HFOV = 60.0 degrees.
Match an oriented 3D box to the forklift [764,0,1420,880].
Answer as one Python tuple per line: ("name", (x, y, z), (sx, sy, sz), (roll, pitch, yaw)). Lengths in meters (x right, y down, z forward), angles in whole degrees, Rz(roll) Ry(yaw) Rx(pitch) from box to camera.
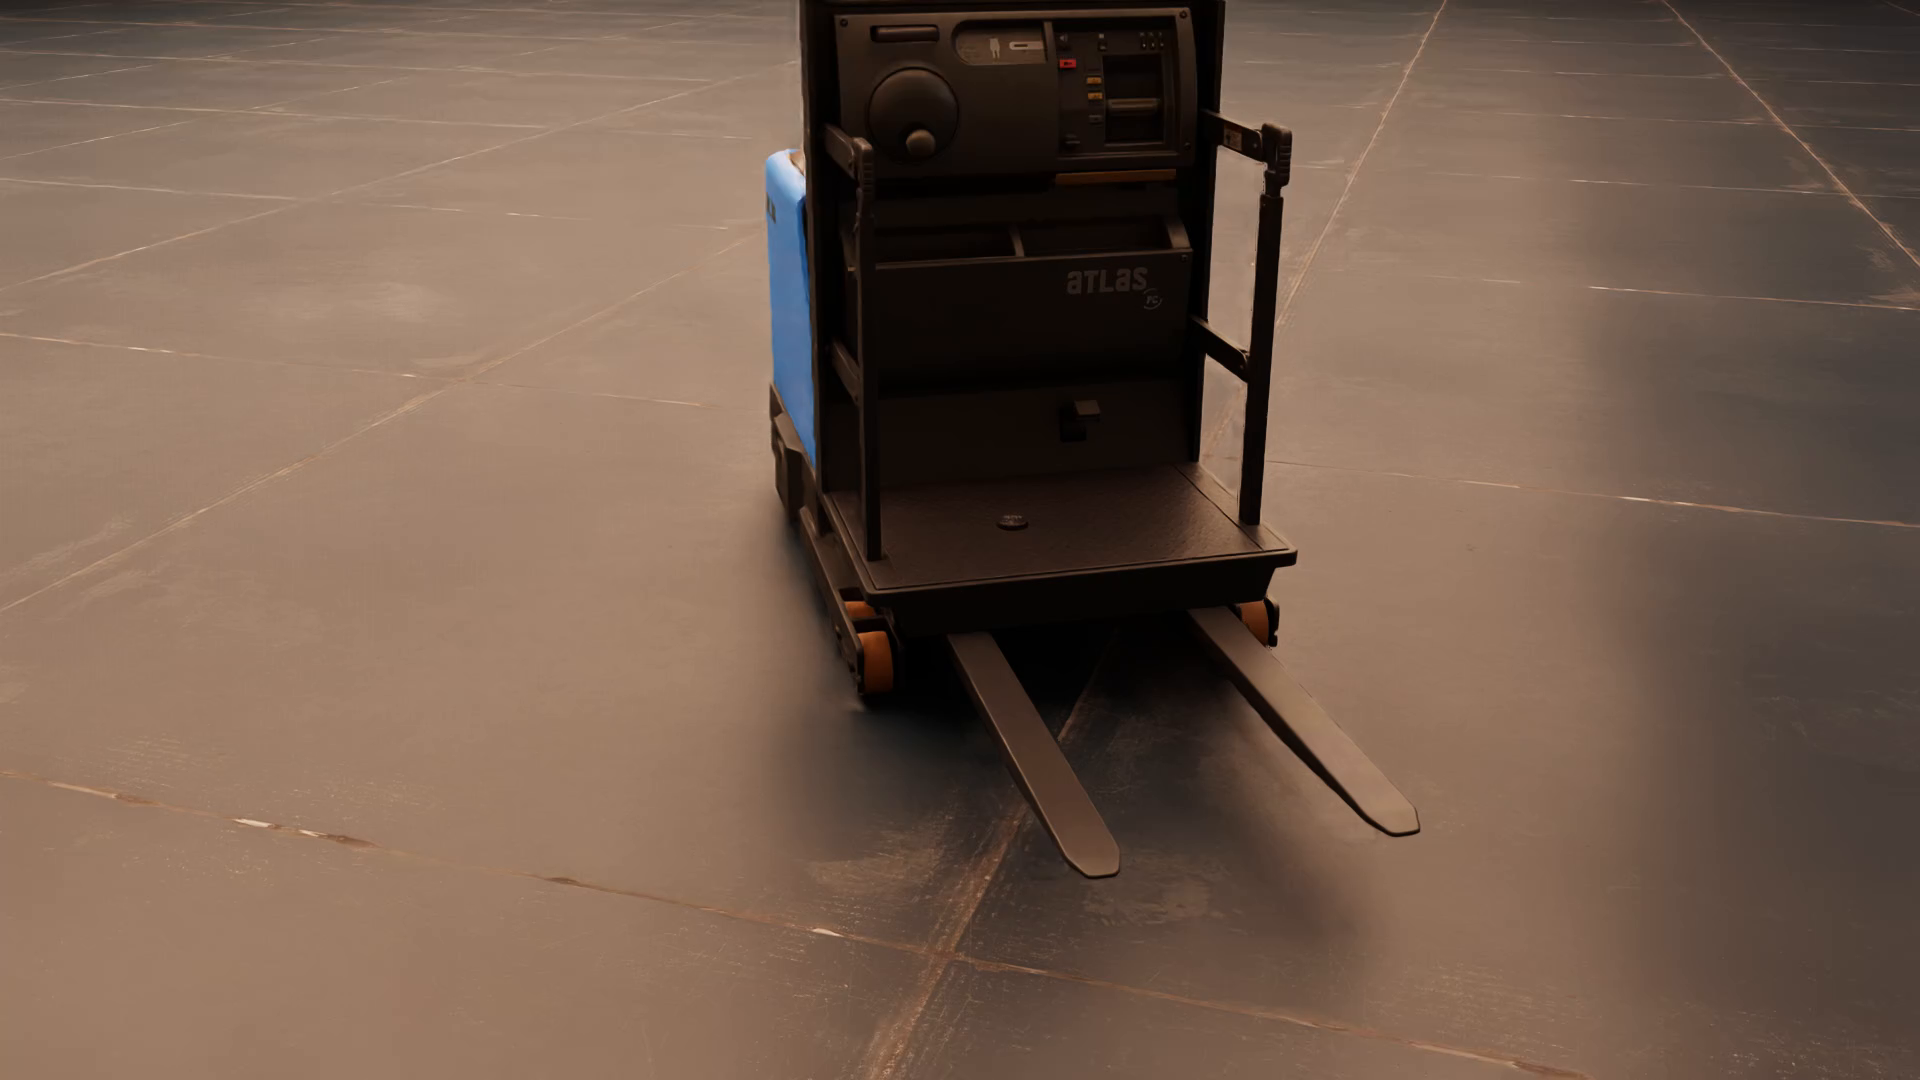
("forklift", (0.201, -1.123, 3.999), (1.130, 2.935, 3.031), (-5, 23, -13))
